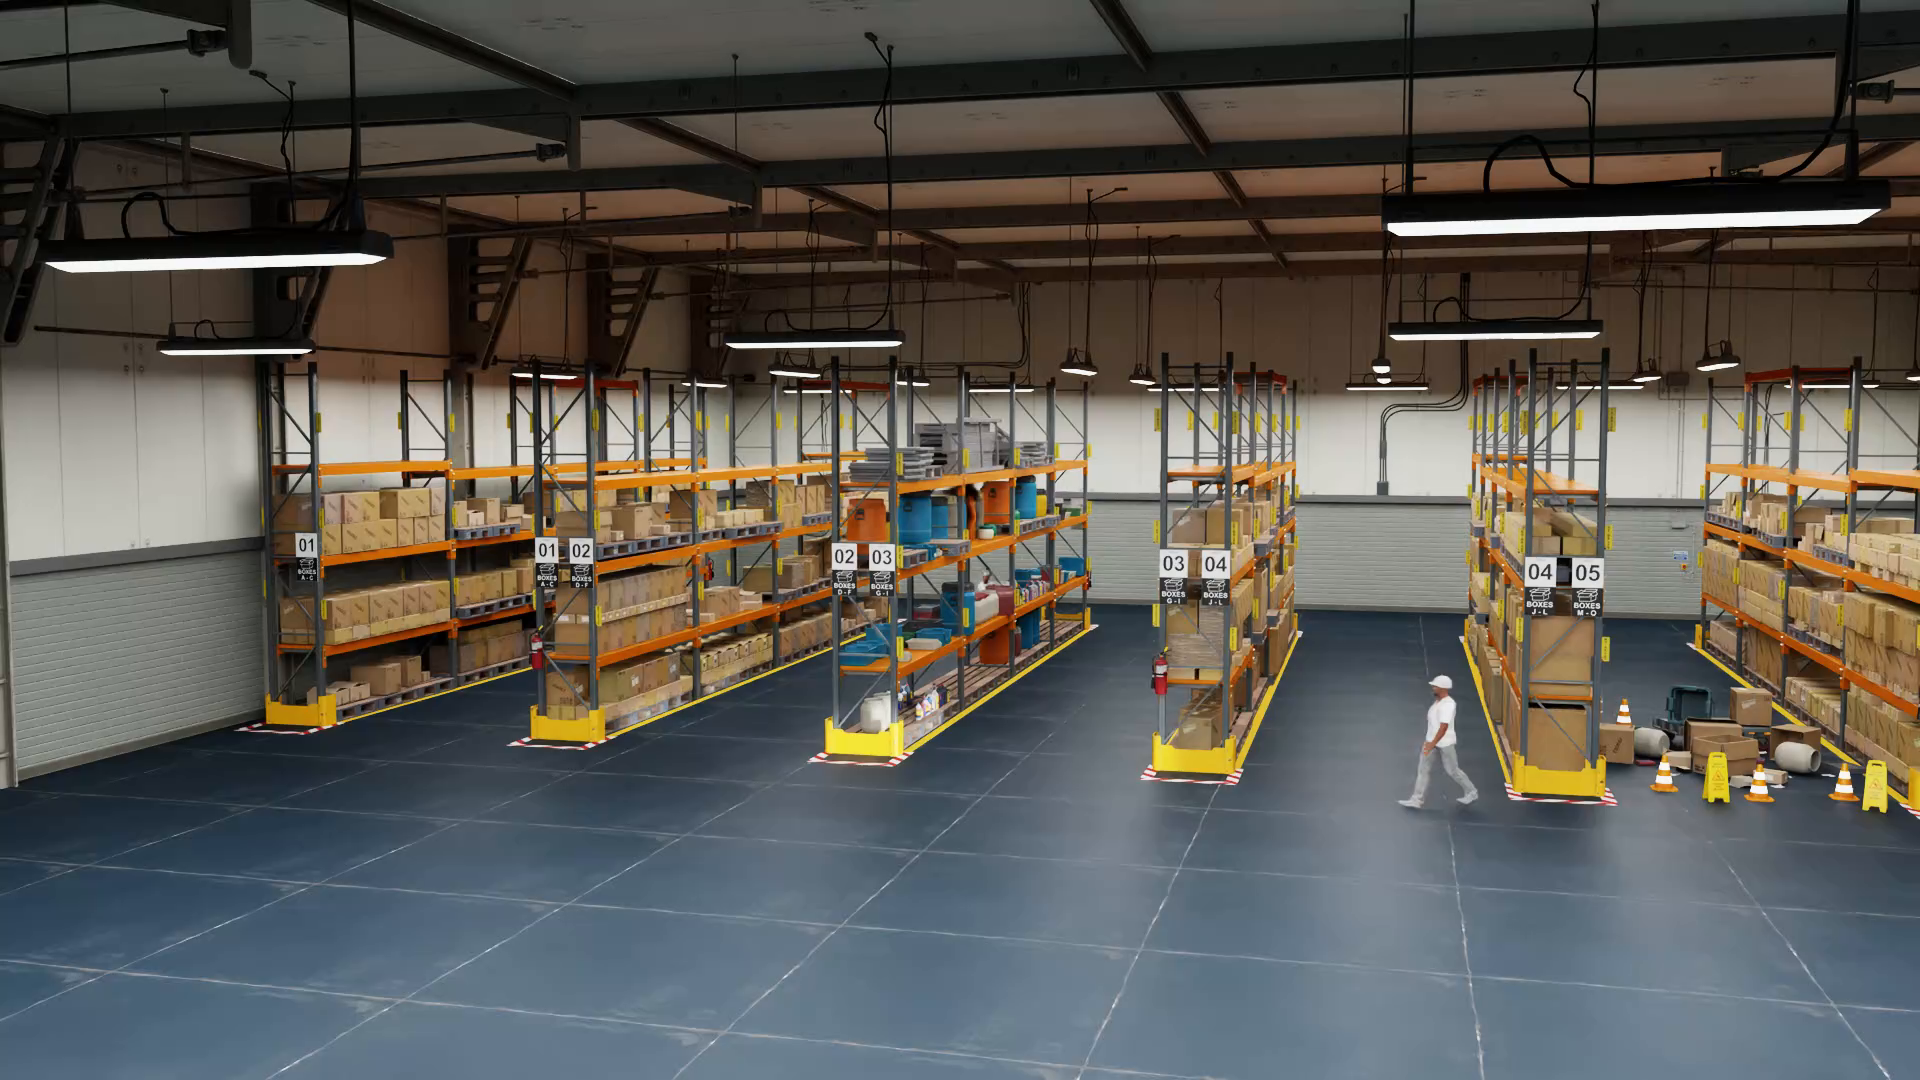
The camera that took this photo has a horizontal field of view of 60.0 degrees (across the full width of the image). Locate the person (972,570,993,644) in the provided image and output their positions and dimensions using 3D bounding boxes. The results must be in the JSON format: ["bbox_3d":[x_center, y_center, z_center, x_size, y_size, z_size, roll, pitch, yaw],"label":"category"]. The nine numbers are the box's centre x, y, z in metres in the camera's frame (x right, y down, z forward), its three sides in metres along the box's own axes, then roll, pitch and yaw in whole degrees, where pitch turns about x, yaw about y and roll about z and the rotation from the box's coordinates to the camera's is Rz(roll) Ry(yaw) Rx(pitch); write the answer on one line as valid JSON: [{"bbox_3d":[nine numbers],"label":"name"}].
[{"bbox_3d":[0.605,1.507,37.862,0.512,1.643,0.950,2,5,30],"label":"person"}]

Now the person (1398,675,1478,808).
[{"bbox_3d":[6.237,2.624,21.537,1.042,1.734,0.494,-1,4,-20],"label":"person"}]
